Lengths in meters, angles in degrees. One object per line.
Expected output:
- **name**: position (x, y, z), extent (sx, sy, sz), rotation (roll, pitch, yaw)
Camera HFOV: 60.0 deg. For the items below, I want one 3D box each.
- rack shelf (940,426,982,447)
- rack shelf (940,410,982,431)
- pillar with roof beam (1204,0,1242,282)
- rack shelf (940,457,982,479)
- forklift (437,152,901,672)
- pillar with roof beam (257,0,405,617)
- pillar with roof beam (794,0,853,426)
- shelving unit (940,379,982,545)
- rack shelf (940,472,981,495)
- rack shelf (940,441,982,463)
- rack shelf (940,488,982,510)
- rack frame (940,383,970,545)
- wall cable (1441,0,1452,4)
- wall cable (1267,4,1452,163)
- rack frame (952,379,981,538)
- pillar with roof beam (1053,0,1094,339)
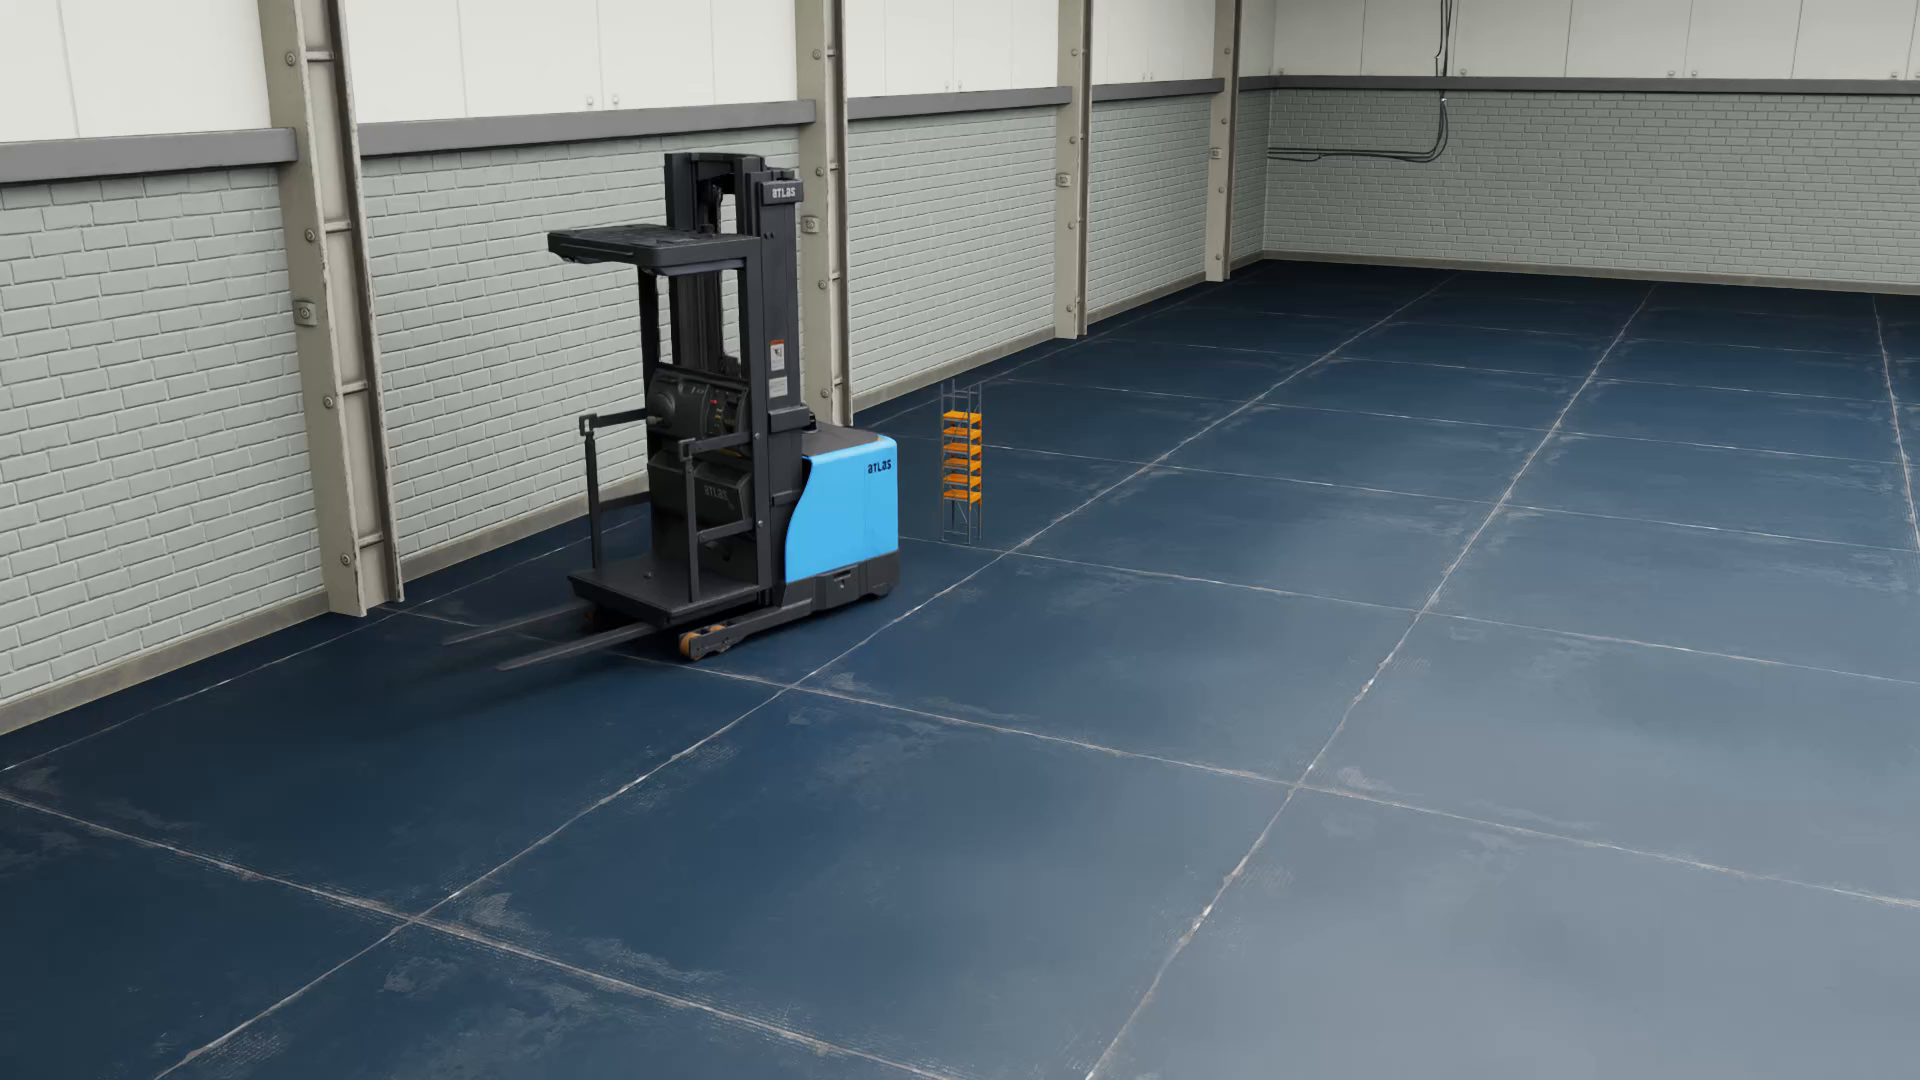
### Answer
- **rack shelf**: position (0.006, -0.766, 12.310), extent (0.258, 0.103, 0.180), rotation (8, 18, 25)
- **rack shelf**: position (0.006, -0.881, 12.276), extent (0.258, 0.103, 0.180), rotation (8, 18, 25)
- **pillar with roof beam**: position (7.942, -7.918, 23.378), extent (9.100, 9.000, 0.400), rotation (8, 18, 25)
- **rack shelf**: position (0.006, -0.536, 12.379), extent (0.258, 0.103, 0.180), rotation (8, 18, 25)
- **forklift**: position (-1.779, -0.841, 10.207), extent (1.130, 2.935, 3.031), rotation (15, 22, 41)
- **pillar with roof beam**: position (-0.101, -3.333, 7.942), extent (9.100, 9.000, 0.400), rotation (8, 18, 25)
- **pillar with roof beam**: position (2.580, -4.861, 13.087), extent (9.100, 9.000, 0.400), rotation (8, 18, 25)
- **shelving unit**: position (0.006, -0.579, 12.366), extent (0.258, 1.200, 0.189), rotation (8, 18, 25)
- **rack shelf**: position (0.006, -0.421, 12.413), extent (0.258, 0.103, 0.180), rotation (8, 18, 25)
- **rack shelf**: position (0.006, -0.651, 12.344), extent (0.258, 0.103, 0.180), rotation (8, 18, 25)
- **rack shelf**: position (0.006, -0.306, 12.447), extent (0.258, 0.103, 0.180), rotation (8, 18, 25)
- **rack frame**: position (-0.034, -0.556, 12.287), extent (0.240, 1.200, 0.006), rotation (8, 18, 25)
- **wall cable**: position (9.010, -9.636, 25.747), extent (3.097, 2.526, 0.112), rotation (8, 18, 25)
- **wall cable**: position (6.590, -7.559, 27.624), extent (3.097, 2.526, 0.112), rotation (8, 18, 25)
- **rack frame**: position (0.047, -0.602, 12.444), extent (0.240, 1.200, 0.006), rotation (8, 18, 25)
- **pillar with roof beam**: position (5.261, -6.390, 18.233), extent (9.100, 9.000, 0.400), rotation (8, 18, 25)
